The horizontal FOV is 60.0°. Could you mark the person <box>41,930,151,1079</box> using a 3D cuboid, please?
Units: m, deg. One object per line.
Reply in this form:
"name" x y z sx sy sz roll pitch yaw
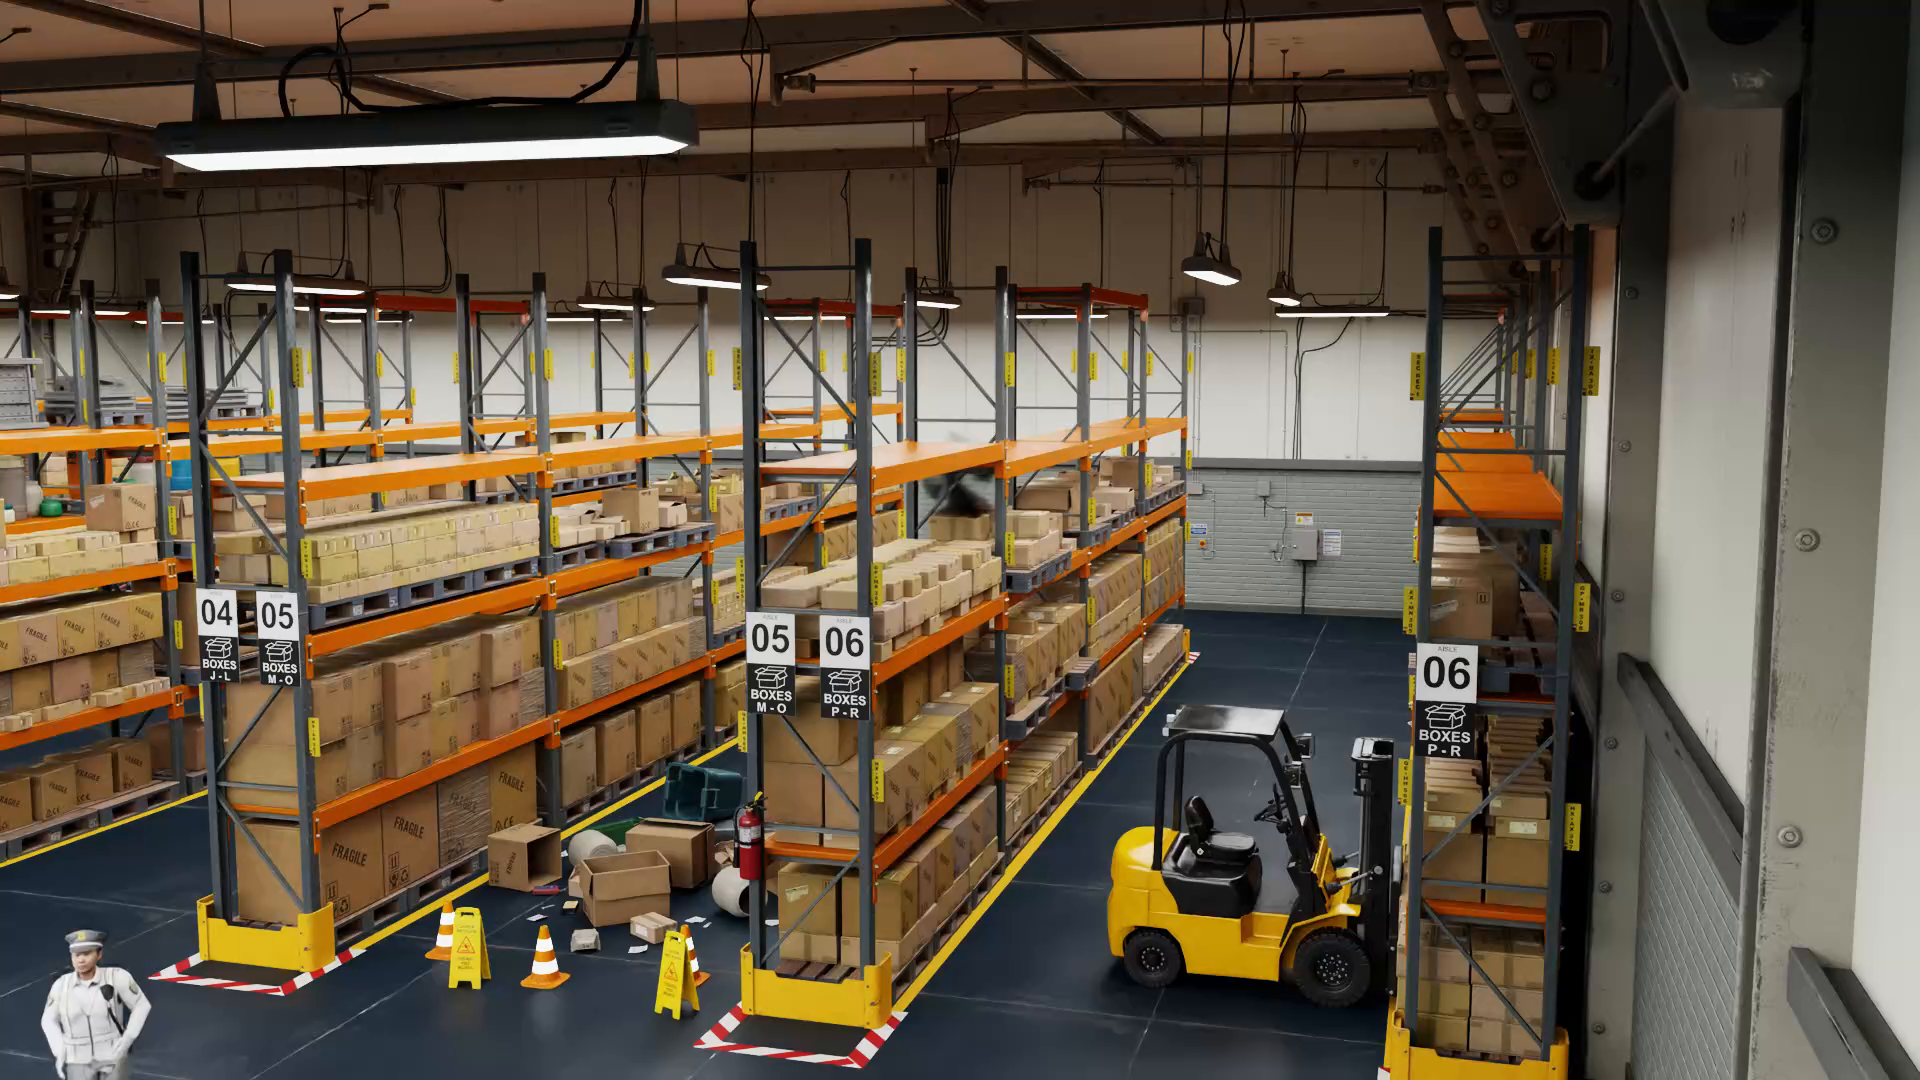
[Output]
"person" -5.346 3.201 10.315 0.614 1.684 0.647 -3 7 -22
